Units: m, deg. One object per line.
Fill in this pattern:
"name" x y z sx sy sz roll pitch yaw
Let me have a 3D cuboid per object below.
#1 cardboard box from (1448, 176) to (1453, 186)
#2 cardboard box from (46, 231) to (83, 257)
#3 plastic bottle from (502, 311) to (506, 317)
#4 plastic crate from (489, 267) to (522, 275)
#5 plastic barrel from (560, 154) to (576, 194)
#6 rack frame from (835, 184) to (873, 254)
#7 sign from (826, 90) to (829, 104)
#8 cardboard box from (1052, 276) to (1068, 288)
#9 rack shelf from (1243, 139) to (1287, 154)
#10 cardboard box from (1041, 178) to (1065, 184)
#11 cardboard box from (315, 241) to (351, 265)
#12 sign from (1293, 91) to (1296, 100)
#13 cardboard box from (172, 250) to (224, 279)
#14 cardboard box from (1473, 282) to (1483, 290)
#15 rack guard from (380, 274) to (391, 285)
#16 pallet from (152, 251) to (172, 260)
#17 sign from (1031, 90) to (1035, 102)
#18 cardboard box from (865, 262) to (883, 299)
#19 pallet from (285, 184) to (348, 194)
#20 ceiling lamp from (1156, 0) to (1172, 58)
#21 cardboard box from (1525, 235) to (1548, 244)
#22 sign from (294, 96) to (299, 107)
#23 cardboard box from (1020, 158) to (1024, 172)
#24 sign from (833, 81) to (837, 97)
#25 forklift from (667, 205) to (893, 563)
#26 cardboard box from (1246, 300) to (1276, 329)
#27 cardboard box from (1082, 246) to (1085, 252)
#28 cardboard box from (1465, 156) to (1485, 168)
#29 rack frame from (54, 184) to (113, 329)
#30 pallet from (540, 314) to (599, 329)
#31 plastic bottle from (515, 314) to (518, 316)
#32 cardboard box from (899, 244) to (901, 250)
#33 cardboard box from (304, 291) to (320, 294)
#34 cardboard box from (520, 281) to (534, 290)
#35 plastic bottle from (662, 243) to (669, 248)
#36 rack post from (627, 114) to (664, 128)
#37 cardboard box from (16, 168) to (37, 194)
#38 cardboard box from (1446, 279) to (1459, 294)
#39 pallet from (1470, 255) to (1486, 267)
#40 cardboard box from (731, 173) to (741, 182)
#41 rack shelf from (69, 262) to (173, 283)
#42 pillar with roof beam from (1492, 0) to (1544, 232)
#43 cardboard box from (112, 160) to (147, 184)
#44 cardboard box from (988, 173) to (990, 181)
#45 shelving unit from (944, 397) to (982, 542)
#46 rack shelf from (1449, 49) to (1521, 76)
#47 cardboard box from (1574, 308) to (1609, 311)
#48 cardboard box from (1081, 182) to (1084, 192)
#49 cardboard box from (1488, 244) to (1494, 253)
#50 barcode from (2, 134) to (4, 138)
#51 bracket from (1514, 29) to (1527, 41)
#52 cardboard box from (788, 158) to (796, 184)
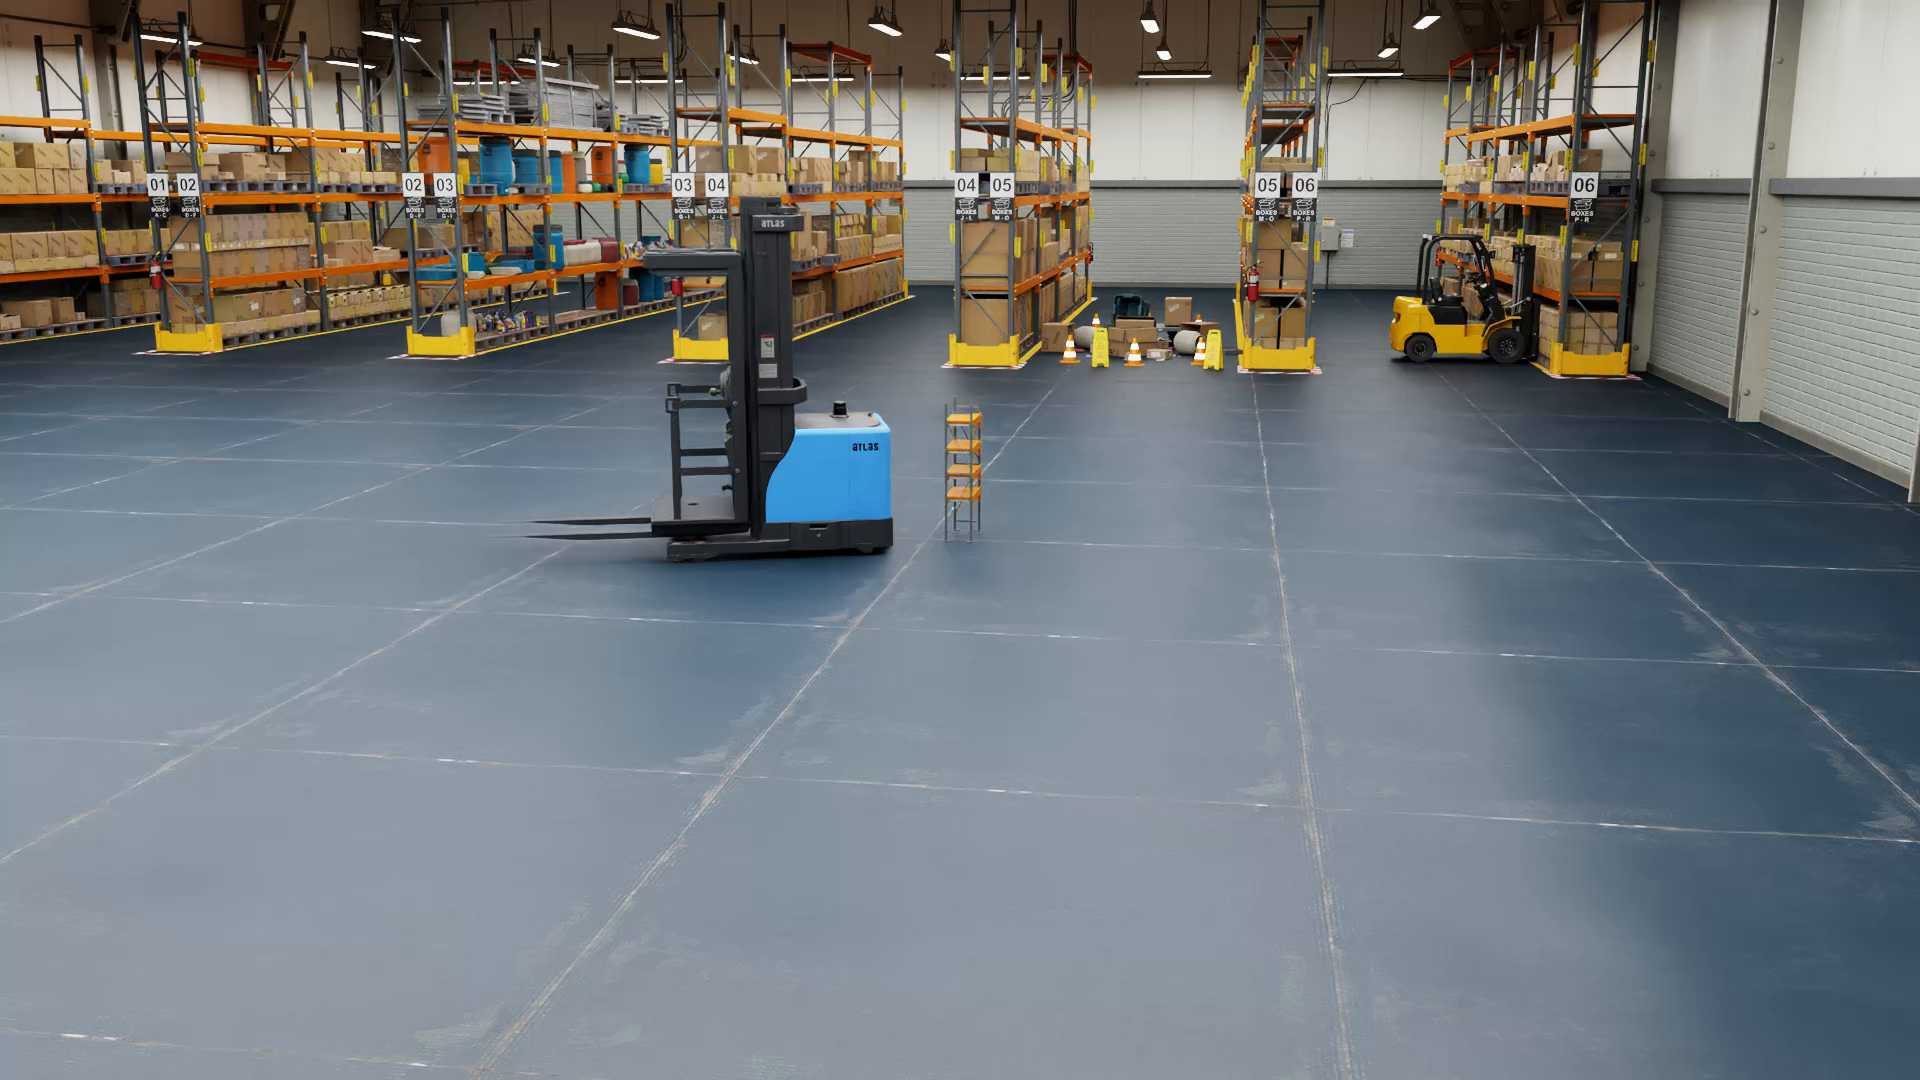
"cardboard box" 12.203 -8.754 40.523 0.500 0.250 0.500 2 12 7
"cardboard box" -18.374 -6.067 34.053 0.500 0.500 0.500 2 12 8
"plastic bottle" -9.229 -4.484 33.614 0.097 0.271 0.097 0 12 0
"plastic crate" -8.746 -5.180 32.036 0.530 0.136 0.437 2 12 9
"plastic barrel" -8.573 -7.864 35.725 0.600 0.830 0.708 2 12 9
"rack frame" -2.622 -7.160 40.597 1.000 3.000 0.127 2 12 9
"sign" -3.167 -10.650 39.957 0.100 0.325 0.005 2 12 9
"cardboard box" 2.160 -5.839 37.626 0.500 0.250 0.500 2 12 9
"rack shelf" 7.478 -9.641 40.525 1.077 0.370 4.000 2 12 9
"cardboard box" 1.999 -7.771 36.075 0.500 0.500 0.500 2 12 9
"cardboard box" -13.425 -6.134 35.600 0.500 0.500 0.500 3 12 13
"sign" 7.708 -10.252 38.298 0.100 0.325 0.005 2 12 9
"cardboard box" -14.171 -5.129 30.938 0.700 0.500 0.500 2 12 9
"cardboard box" 11.618 -5.639 36.938 0.380 0.149 0.250 2 12 11
"rack guard" -16.686 -7.257 46.982 1.175 0.500 0.348 2 12 9
"pallet" -17.925 -6.563 38.283 1.213 0.211 1.003 2 12 9
"sign" 1.730 -10.428 39.114 0.100 0.325 0.005 2 12 9
"cardboard box" -2.441 -6.461 41.402 0.875 0.875 0.875 2 12 9
"pallet" -13.517 -7.373 34.921 0.805 0.209 1.217 1 12 6
"ceiling lamp" 4.884 -12.542 37.378 0.800 3.144 2.000 2 12 9
"cardboard box" 10.503 -5.468 30.264 0.380 0.149 0.250 2 12 10
"sign" -16.767 -11.054 42.023 0.100 0.325 0.005 2 12 9
"cardboard box" 0.823 -6.471 28.695 0.500 0.250 0.500 2 12 8
"sign" -2.700 -9.740 35.923 0.100 0.325 0.005 2 12 9
"forklift" -1.583 -1.352 13.961 1.939 2.867 1.129 -2 12 -9
"cardboard box" 5.430 -4.068 29.998 0.500 0.500 0.500 3 12 12
"cardboard box" 2.993 -7.454 42.558 0.380 0.149 0.250 2 12 10
"cardboard box" 11.684 -8.573 37.707 0.396 0.266 0.258 2 12 8
"rack frame" -18.536 -5.976 35.104 1.000 3.000 0.127 2 12 9
"pallet" -8.479 -4.711 35.854 1.003 0.211 1.213 2 12 9
"plastic bottle" -8.740 -4.355 33.002 0.152 0.276 0.135 2 12 9
"cardboard box" -1.775 -7.731 43.843 0.380 0.149 0.250 2 12 9
"cardboard box" -13.787 -5.154 35.487 0.500 0.311 0.500 2 12 10
"cardboard box" -11.811 -6.867 44.722 0.500 0.250 0.500 2 12 9
"plastic bottle" -7.257 -7.167 40.926 0.152 0.276 0.135 2 12 9
"rack post" -7.677 -10.042 39.909 0.937 0.300 0.954 2 12 8
"cardboard box" -18.597 -7.061 32.733 0.500 0.500 0.500 3 12 12
"cardboard box" 12.153 -6.087 40.555 0.500 0.500 0.500 2 12 10
"pallet" 11.495 -5.896 35.186 1.213 0.211 1.003 2 12 9
"cardboard box" -4.061 -6.351 29.131 0.380 0.149 0.250 2 12 10
"rack shelf" -18.228 -6.041 37.112 1.077 0.370 4.000 2 12 9
"pillar with roof beam" 8.819 -9.867 38.917 9.100 9.000 0.548 2 12 9
"cardboard box" -18.183 -8.065 36.440 0.500 0.500 0.500 1 12 7
"cardboard box" 0.330 -6.423 29.418 0.380 0.149 0.250 2 12 9
"shelving unit" 0.025 -0.621 14.527 0.258 1.200 0.503 2 12 9
"rack shelf" 12.383 -11.301 39.390 1.077 0.370 4.000 2 12 9
"cardboard box" 10.564 -3.729 27.833 0.500 0.250 0.500 2 12 9
"cardboard box" 2.763 -8.671 40.846 0.500 0.250 0.500 2 12 11
"cardboard box" 11.126 -5.934 34.076 0.500 0.250 0.500 2 12 9
"barcode" -19.174 -8.096 33.310 0.001 0.075 0.075 2 12 9
"bracket" 12.658 -11.412 37.543 0.235 0.232 0.430 2 12 9
"cardboard box" -3.682 -7.311 32.938 0.797 0.503 0.637 1 12 6
